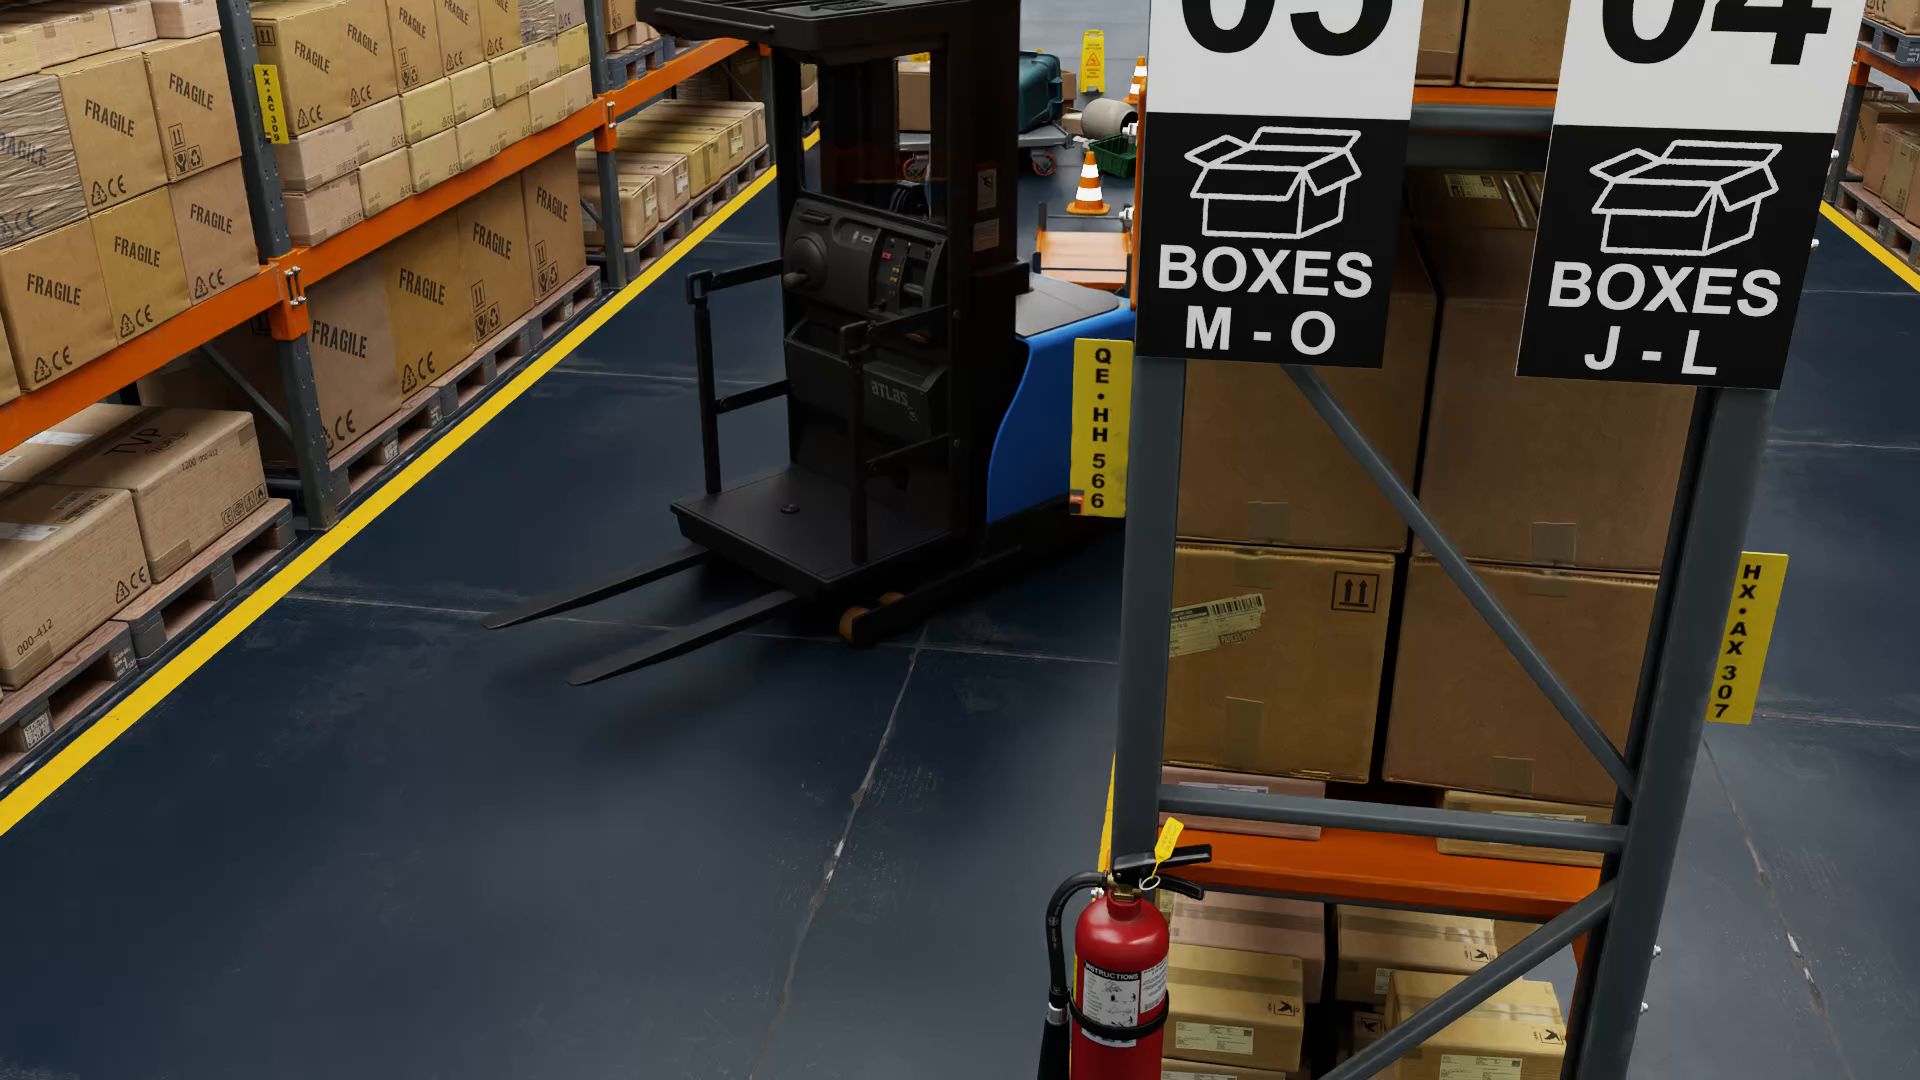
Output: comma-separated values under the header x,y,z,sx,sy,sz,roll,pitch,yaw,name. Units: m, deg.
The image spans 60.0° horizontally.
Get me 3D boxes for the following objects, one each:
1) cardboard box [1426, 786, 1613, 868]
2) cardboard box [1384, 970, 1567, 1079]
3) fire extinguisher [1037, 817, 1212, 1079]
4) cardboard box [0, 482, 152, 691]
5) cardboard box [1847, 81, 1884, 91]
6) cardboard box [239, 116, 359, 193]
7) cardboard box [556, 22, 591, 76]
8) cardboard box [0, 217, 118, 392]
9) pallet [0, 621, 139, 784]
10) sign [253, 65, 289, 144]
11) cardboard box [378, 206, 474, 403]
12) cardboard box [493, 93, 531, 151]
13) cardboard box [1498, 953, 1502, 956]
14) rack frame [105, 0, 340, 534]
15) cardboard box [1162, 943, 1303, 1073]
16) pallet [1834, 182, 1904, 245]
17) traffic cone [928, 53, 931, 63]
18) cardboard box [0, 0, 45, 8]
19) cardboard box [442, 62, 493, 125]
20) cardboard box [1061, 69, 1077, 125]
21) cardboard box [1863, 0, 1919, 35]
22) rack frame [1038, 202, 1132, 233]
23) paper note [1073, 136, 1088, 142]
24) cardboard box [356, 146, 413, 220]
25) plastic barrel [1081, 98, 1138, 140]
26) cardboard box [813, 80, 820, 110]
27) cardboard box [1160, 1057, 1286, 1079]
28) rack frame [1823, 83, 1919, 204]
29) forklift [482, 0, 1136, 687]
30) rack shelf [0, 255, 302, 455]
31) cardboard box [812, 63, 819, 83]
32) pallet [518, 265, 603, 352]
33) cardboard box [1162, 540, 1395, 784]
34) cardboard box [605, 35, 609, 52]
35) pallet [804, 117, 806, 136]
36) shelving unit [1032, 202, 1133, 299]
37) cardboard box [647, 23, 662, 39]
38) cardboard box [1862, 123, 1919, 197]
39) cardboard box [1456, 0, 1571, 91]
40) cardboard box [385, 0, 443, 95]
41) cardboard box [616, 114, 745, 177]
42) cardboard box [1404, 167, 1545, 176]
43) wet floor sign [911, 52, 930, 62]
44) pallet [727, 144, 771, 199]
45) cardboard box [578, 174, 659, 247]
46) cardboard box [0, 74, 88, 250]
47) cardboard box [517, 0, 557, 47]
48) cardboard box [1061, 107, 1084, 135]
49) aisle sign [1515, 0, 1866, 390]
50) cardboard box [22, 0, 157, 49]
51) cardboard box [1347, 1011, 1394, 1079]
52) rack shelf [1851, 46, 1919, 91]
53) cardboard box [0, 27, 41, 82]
x,y,z,sx,sy,sz,roll,pitch,yaw,name
1.164,0.525,3.387,0.380,0.149,0.250,4,25,8,cardboard box
1.209,1.160,3.900,0.380,0.149,0.250,3,25,6,cardboard box
0.291,0.801,3.031,0.296,0.674,0.183,4,25,9,fire extinguisher
-3.813,0.150,6.418,0.875,0.438,0.875,3,25,7,cardboard box
7.841,-3.837,14.862,0.500,0.500,0.500,2,25,4,cardboard box
-3.108,-1.773,7.586,0.500,0.250,0.500,3,25,7,cardboard box
-2.633,-3.061,10.339,0.500,0.250,0.500,4,25,8,cardboard box
-3.428,-0.857,5.924,0.500,0.500,0.500,4,25,8,cardboard box
-3.857,0.637,6.139,1.003,0.211,1.213,4,25,9,pallet
-2.911,-1.840,7.028,0.100,0.325,0.005,4,25,9,sign
-3.296,-1.321,9.045,0.875,0.875,0.875,5,26,10,cardboard box
-2.797,-2.401,9.518,0.500,0.250,0.500,4,25,8,cardboard box
1.335,1.109,4.710,0.380,0.149,0.250,4,25,9,cardboard box
-3.458,-1.450,7.309,1.000,3.000,0.127,4,25,9,rack frame
0.624,1.116,3.992,0.380,0.149,0.250,4,25,9,cardboard box
7.500,-2.520,12.886,1.003,0.211,1.213,4,25,9,pallet
-0.295,-5.050,17.994,0.336,0.463,0.334,4,25,9,traffic cone
-3.792,-2.019,6.463,0.380,0.149,0.250,4,25,9,cardboard box
-2.861,-2.414,8.955,0.500,0.250,0.500,3,25,7,cardboard box
0.713,-4.428,16.616,0.797,0.503,0.637,-14,29,-27,cardboard box
7.358,-4.248,12.085,1.000,1.000,1.000,4,25,9,cardboard box
0.674,-1.308,9.216,0.500,1.125,0.032,2,25,4,rack frame
1.166,-3.842,15.930,0.172,0.023,0.155,13,28,26,paper note
-3.043,-1.764,8.158,0.500,0.250,0.500,3,25,7,cardboard box
1.421,-3.909,15.602,0.421,0.421,0.512,-20,32,-36,plastic barrel
-1.628,-4.415,16.391,0.500,0.250,0.500,4,25,8,cardboard box
0.593,1.250,4.059,0.380,0.149,0.250,3,25,7,cardboard box
7.626,-4.109,12.990,1.000,3.000,0.127,4,25,9,rack frame
-0.555,-1.139,6.725,3.031,2.935,1.130,-22,33,-39,forklift
-3.785,-0.288,5.675,1.077,0.370,4.000,4,25,9,rack shelf
-1.626,-4.750,16.222,0.500,0.500,0.500,5,26,11,cardboard box
-3.008,-1.535,10.781,1.003,0.211,1.213,4,25,9,pallet
0.607,0.138,3.448,0.500,0.500,0.500,5,25,10,cardboard box
-2.568,-3.322,11.110,0.380,0.149,0.250,3,25,5,cardboard box
-2.076,-3.816,15.654,1.003,0.211,1.213,4,25,9,pallet
0.637,-1.093,8.757,0.538,1.125,1.048,2,25,4,shelving unit
-2.333,-3.663,11.838,0.380,0.149,0.250,4,25,9,cardboard box
7.504,-2.921,12.882,0.700,0.500,0.500,2,25,4,cardboard box
1.113,-0.937,2.852,0.500,0.250,0.500,5,26,10,cardboard box
-2.963,-2.536,8.333,0.500,0.500,0.500,3,25,7,cardboard box
-2.348,-3.275,13.813,0.950,0.372,0.625,6,26,12,cardboard box
1.306,-0.706,4.072,0.500,0.500,0.500,3,25,7,cardboard box
-0.411,-5.408,18.542,0.267,0.644,0.232,13,28,26,wet floor sign
-2.277,-3.207,14.353,1.003,0.211,1.213,4,25,9,pallet
-2.703,-2.358,11.855,0.950,0.372,0.625,2,25,5,cardboard box
-3.428,-1.306,5.705,0.500,0.500,0.500,4,25,9,cardboard box
-2.707,-3.171,9.690,0.500,0.500,0.500,4,25,9,cardboard box
1.213,-4.103,16.203,0.396,0.266,0.258,8,26,18,cardboard box
1.072,-0.602,2.432,0.394,0.787,0.004,4,25,9,aisle sign
-3.345,-1.988,6.397,0.380,0.149,0.250,5,25,10,cardboard box
1.127,1.289,3.975,0.380,0.149,0.250,5,26,11,cardboard box
7.299,-2.947,11.356,1.077,0.370,4.000,4,25,9,rack shelf
-3.424,-1.670,5.717,0.380,0.149,0.250,4,25,8,cardboard box
